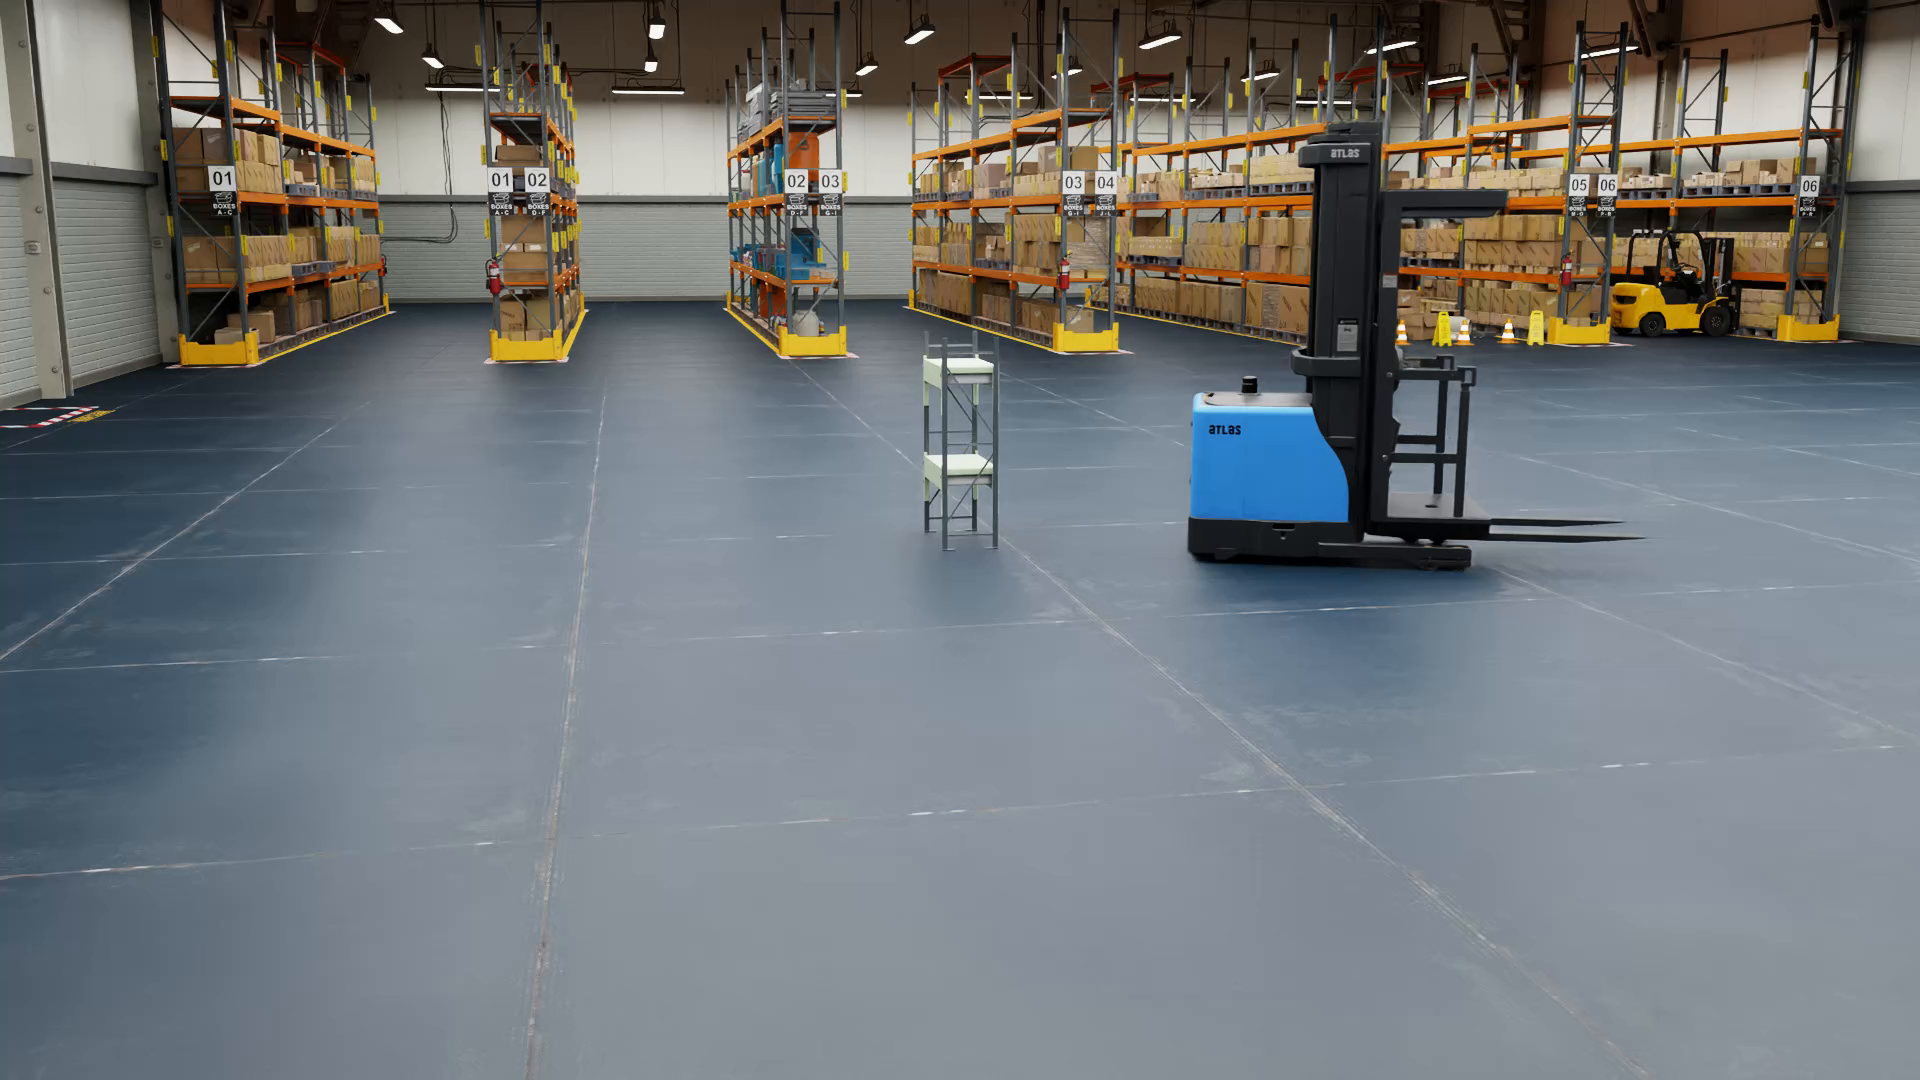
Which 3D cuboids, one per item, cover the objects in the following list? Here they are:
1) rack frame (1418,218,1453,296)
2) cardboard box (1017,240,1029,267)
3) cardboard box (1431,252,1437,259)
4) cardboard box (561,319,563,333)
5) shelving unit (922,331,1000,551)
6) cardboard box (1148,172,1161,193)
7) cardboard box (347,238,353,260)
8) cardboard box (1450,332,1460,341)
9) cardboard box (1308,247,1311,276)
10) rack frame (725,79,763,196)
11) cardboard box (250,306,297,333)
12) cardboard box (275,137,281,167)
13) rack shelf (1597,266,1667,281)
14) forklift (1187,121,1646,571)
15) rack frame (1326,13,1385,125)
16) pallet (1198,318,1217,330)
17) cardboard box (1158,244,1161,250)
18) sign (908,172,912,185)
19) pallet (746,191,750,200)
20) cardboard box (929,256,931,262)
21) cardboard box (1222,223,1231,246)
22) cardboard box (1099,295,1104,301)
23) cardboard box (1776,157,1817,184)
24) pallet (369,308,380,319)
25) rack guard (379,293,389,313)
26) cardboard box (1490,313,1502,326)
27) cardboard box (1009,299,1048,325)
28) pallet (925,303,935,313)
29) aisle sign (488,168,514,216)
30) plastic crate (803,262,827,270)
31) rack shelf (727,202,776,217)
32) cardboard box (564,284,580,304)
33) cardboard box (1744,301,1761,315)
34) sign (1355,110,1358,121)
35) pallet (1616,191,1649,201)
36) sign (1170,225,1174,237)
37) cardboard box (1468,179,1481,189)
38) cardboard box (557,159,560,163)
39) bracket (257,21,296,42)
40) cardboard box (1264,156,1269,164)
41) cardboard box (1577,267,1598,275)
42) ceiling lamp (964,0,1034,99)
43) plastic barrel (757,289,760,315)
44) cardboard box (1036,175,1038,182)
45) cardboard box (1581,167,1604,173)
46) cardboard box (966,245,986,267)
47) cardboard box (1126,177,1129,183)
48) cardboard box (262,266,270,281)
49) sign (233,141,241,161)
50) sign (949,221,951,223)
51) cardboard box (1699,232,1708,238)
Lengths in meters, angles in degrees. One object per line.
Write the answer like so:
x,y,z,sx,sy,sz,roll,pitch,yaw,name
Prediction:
13.788,-8.406,48.340,1.000,3.000,0.127,-2,11,-11,rack frame
1.622,-5.681,32.961,0.875,0.500,0.500,-2,11,-11,cardboard box
10.710,-6.333,36.996,0.380,0.149,0.250,-2,11,-11,cardboard box
-7.881,-4.083,31.855,0.500,0.250,0.500,-2,11,-11,cardboard box
0.001,-0.736,12.050,0.431,1.500,0.755,-2,11,-11,shelving unit
5.033,-8.735,40.648,0.797,0.503,0.637,-2,11,-12,cardboard box
-14.153,-6.627,37.876,0.500,0.500,0.500,-2,11,-11,cardboard box
9.795,-4.057,33.114,0.380,0.149,0.250,4,11,18,cardboard box
7.079,-5.232,31.263,0.875,0.550,0.550,-2,11,-11,cardboard box
-5.660,-10.632,43.988,1.000,3.000,0.127,-2,11,-11,rack frame
-13.203,-4.246,31.991,0.700,0.500,0.500,-2,11,-9,cardboard box
-12.680,-7.065,30.276,0.500,0.500,0.500,-3,11,-16,cardboard box
15.733,-6.219,38.772,1.077,0.370,4.000,-2,11,-11,rack shelf
3.125,-1.338,11.386,3.031,2.935,1.130,2,11,8,forklift
7.196,-8.039,30.367,1.000,3.000,0.127,-2,11,-11,rack frame
5.953,-4.819,36.950,1.003,0.211,1.213,-2,11,-11,pallet
4.941,-7.005,39.733,0.380,0.149,0.250,-2,11,-11,cardboard box
-1.347,-9.788,45.025,0.100,0.325,0.005,-2,11,-11,sign
-4.410,-7.984,38.602,1.003,0.211,1.213,-2,11,-11,pallet
-0.604,-7.240,42.887,0.380,0.149,0.250,-2,11,-10,cardboard box
6.115,-6.644,36.139,0.700,0.500,0.500,-2,11,-11,cardboard box
4.000,-6.583,45.265,0.380,0.149,0.250,-2,11,-10,cardboard box
16.575,-7.322,32.964,0.500,0.500,0.500,-2,11,-9,cardboard box
-14.911,-5.587,40.988,1.003,0.211,1.213,-2,11,-11,pallet
-15.382,-6.101,42.913,1.175,0.500,0.348,-2,11,-11,rack guard
11.324,-4.567,34.400,0.500,0.250,0.500,-2,11,-12,cardboard box
1.434,-4.765,34.720,0.700,0.500,0.500,-3,11,-15,cardboard box
-0.335,-6.128,43.827,1.003,0.211,1.213,-2,11,-11,pallet
-7.682,-5.825,27.826,0.394,0.787,0.004,-2,11,-11,aisle sign
-2.844,-5.218,31.985,0.499,0.251,0.616,-2,11,-11,plastic crate
-5.271,-8.438,42.408,1.077,0.370,4.000,-2,11,-11,rack shelf
-10.172,-6.403,43.322,0.500,0.500,0.500,-2,11,-11,cardboard box
16.411,-4.743,33.988,0.500,0.250,0.500,-2,11,-12,cardboard box
10.227,-10.958,42.994,0.100,0.325,0.005,-2,11,-11,sign
15.784,-7.994,38.655,1.003,0.211,1.213,-2,11,-8,pallet
5.405,-7.883,42.492,0.100,0.325,0.005,-2,11,-11,sign
11.071,-7.480,35.055,0.500,0.250,0.500,-2,11,-12,cardboard box
-9.873,-8.873,39.829,0.700,0.500,0.500,-2,11,-11,cardboard box
-14.651,-10.864,35.582,0.076,0.066,4.783,-2,11,-11,bracket
6.304,-7.604,33.252,0.380,0.149,0.250,-2,11,-12,cardboard box
12.168,-5.237,32.361,0.380,0.149,0.250,-2,11,-11,cardboard box
1.164,-14.264,47.459,2.000,3.185,0.800,-2,11,-11,ceiling lamp
-4.435,-5.535,38.582,0.600,0.588,0.708,-2,11,-11,plastic barrel
1.668,-6.905,31.765,0.380,0.149,0.250,-2,11,-10,cardboard box
12.162,-7.105,32.021,0.380,0.149,0.250,-2,11,-11,cardboard box
0.416,-6.528,38.205,0.500,0.500,0.500,-2,11,-9,cardboard box
4.471,-9.230,42.643,0.380,0.149,0.250,-2,11,-10,cardboard box
-12.257,-4.615,28.771,0.500,0.250,0.500,-2,11,-12,cardboard box
-11.733,-6.313,26.980,0.100,0.325,0.005,-2,11,-11,sign
-0.266,-8.567,45.455,0.100,0.325,0.005,-2,11,-11,sign
16.040,-6.508,35.569,0.380,0.149,0.250,-2,11,-10,cardboard box
